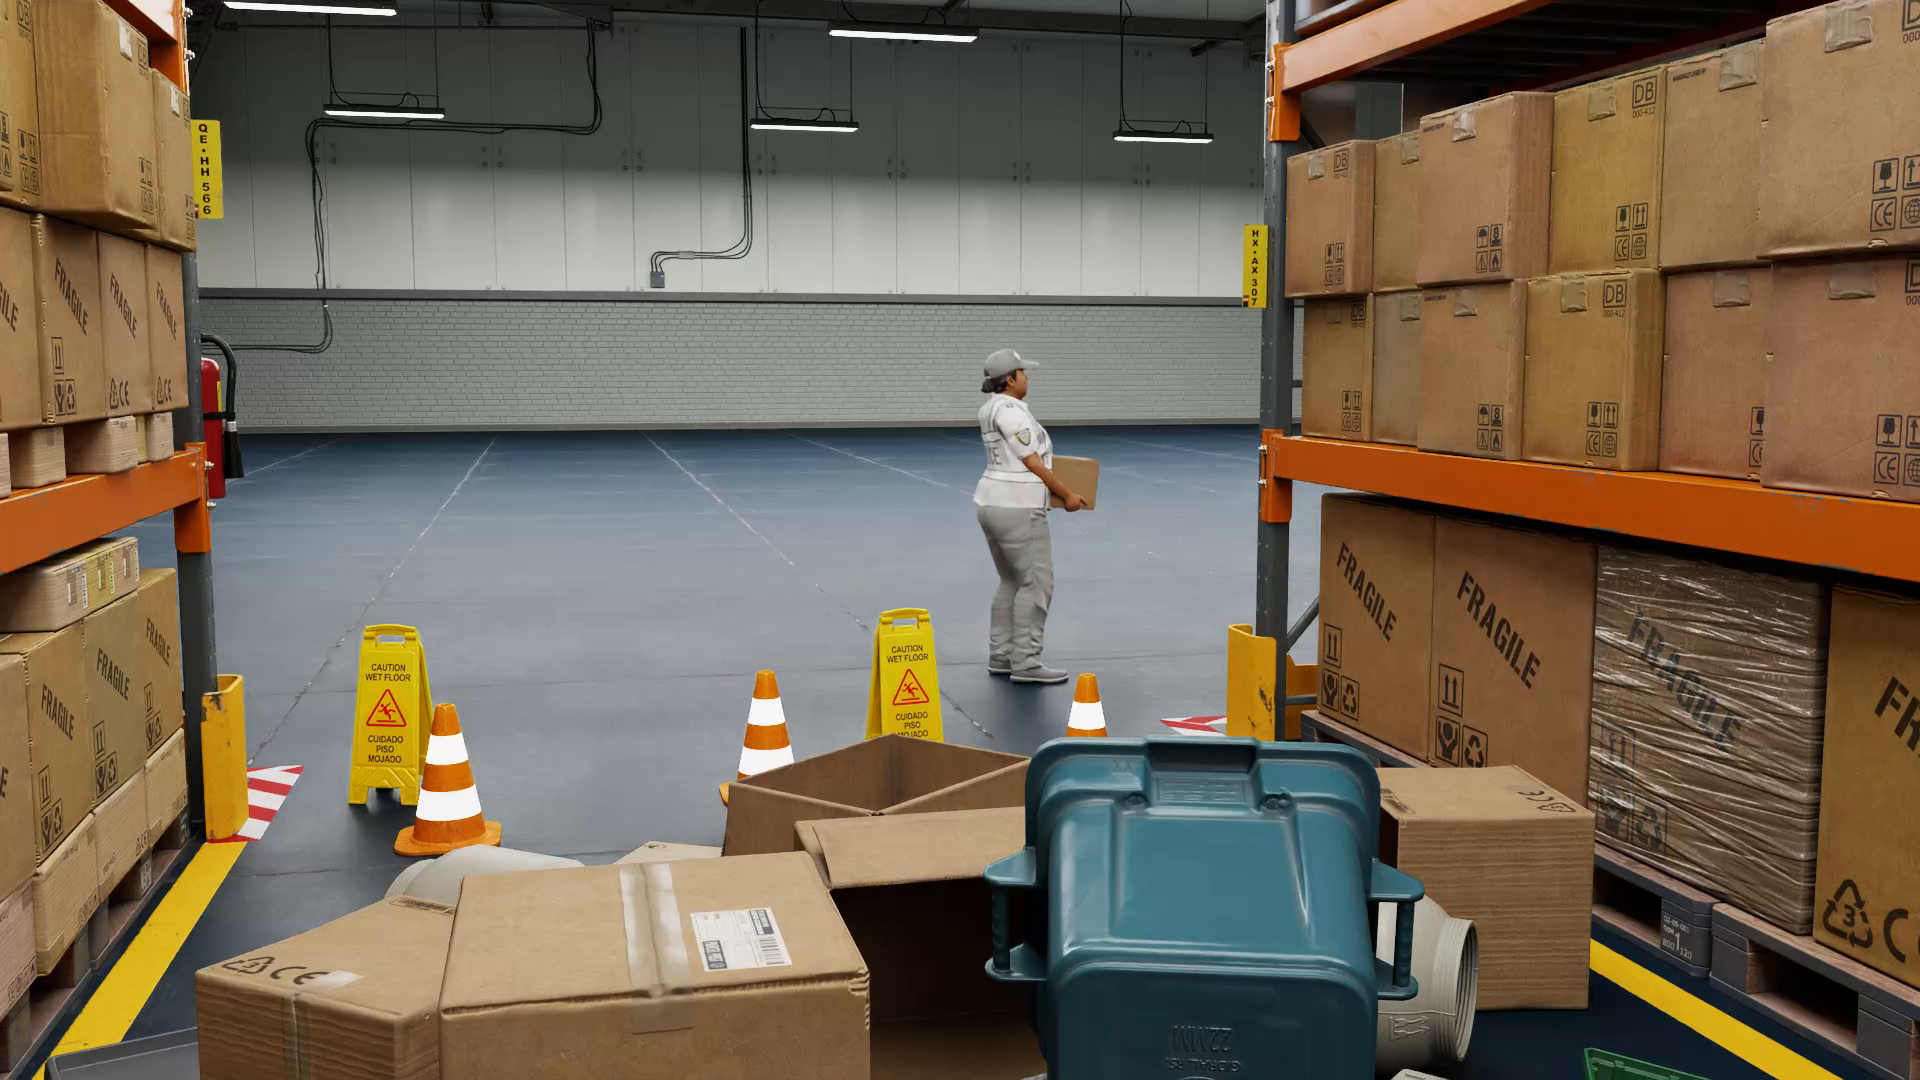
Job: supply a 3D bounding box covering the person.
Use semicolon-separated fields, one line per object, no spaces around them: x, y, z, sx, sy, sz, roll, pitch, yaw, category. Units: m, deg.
0.322;-0.131;8.339;0.470;1.670;0.525;-2;6;-15;person
